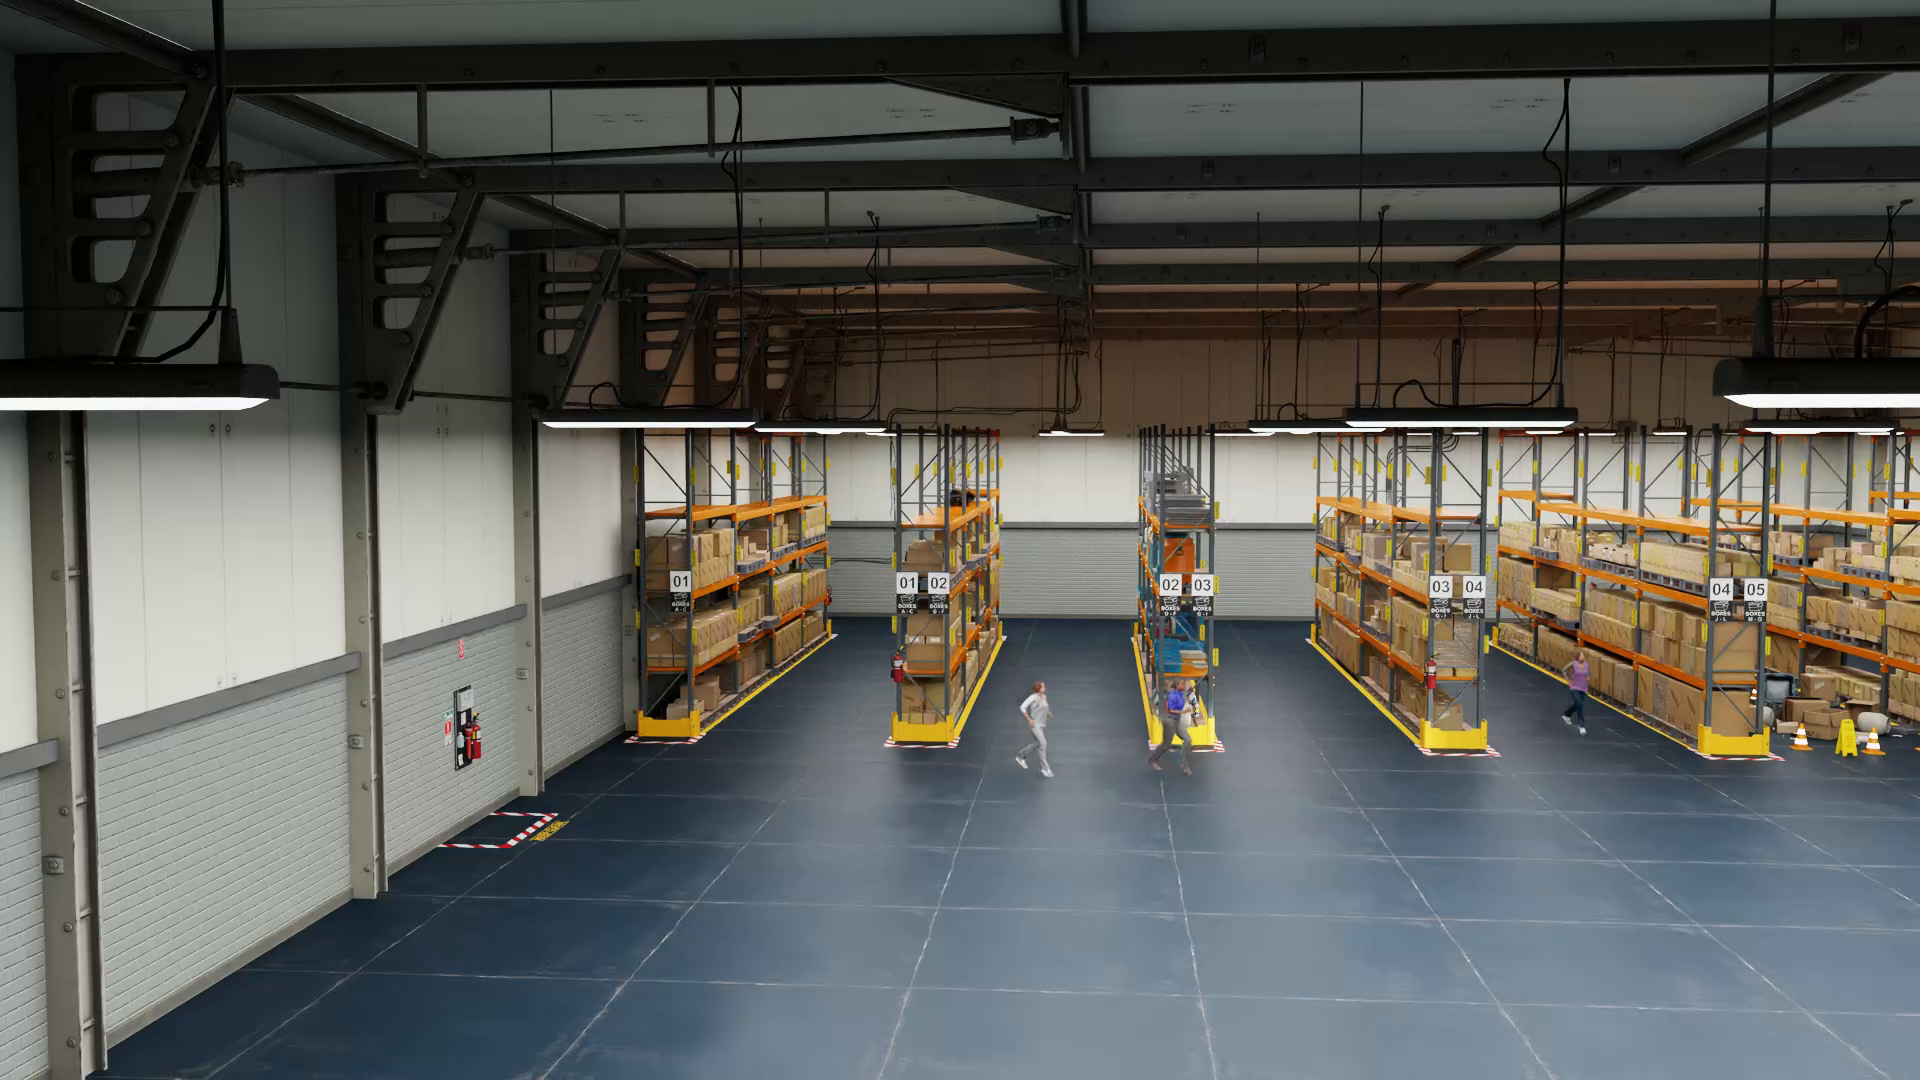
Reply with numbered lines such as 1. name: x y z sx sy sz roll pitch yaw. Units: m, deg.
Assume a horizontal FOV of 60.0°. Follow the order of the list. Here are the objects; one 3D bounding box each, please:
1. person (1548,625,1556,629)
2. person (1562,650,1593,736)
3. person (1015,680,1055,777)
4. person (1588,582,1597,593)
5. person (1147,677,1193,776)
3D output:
1. person: 16.620 2.042 46.742 0.684 1.709 0.785 -1 4 -20
2. person: 12.087 2.955 32.530 0.506 1.632 0.914 -1 4 -13
3. person: 1.293 3.196 28.394 0.802 1.615 0.557 2 4 29
4. person: 17.970 2.020 47.242 0.935 1.654 0.623 0 3 1
5. person: 3.597 3.180 28.403 0.846 1.697 0.599 2 4 28
